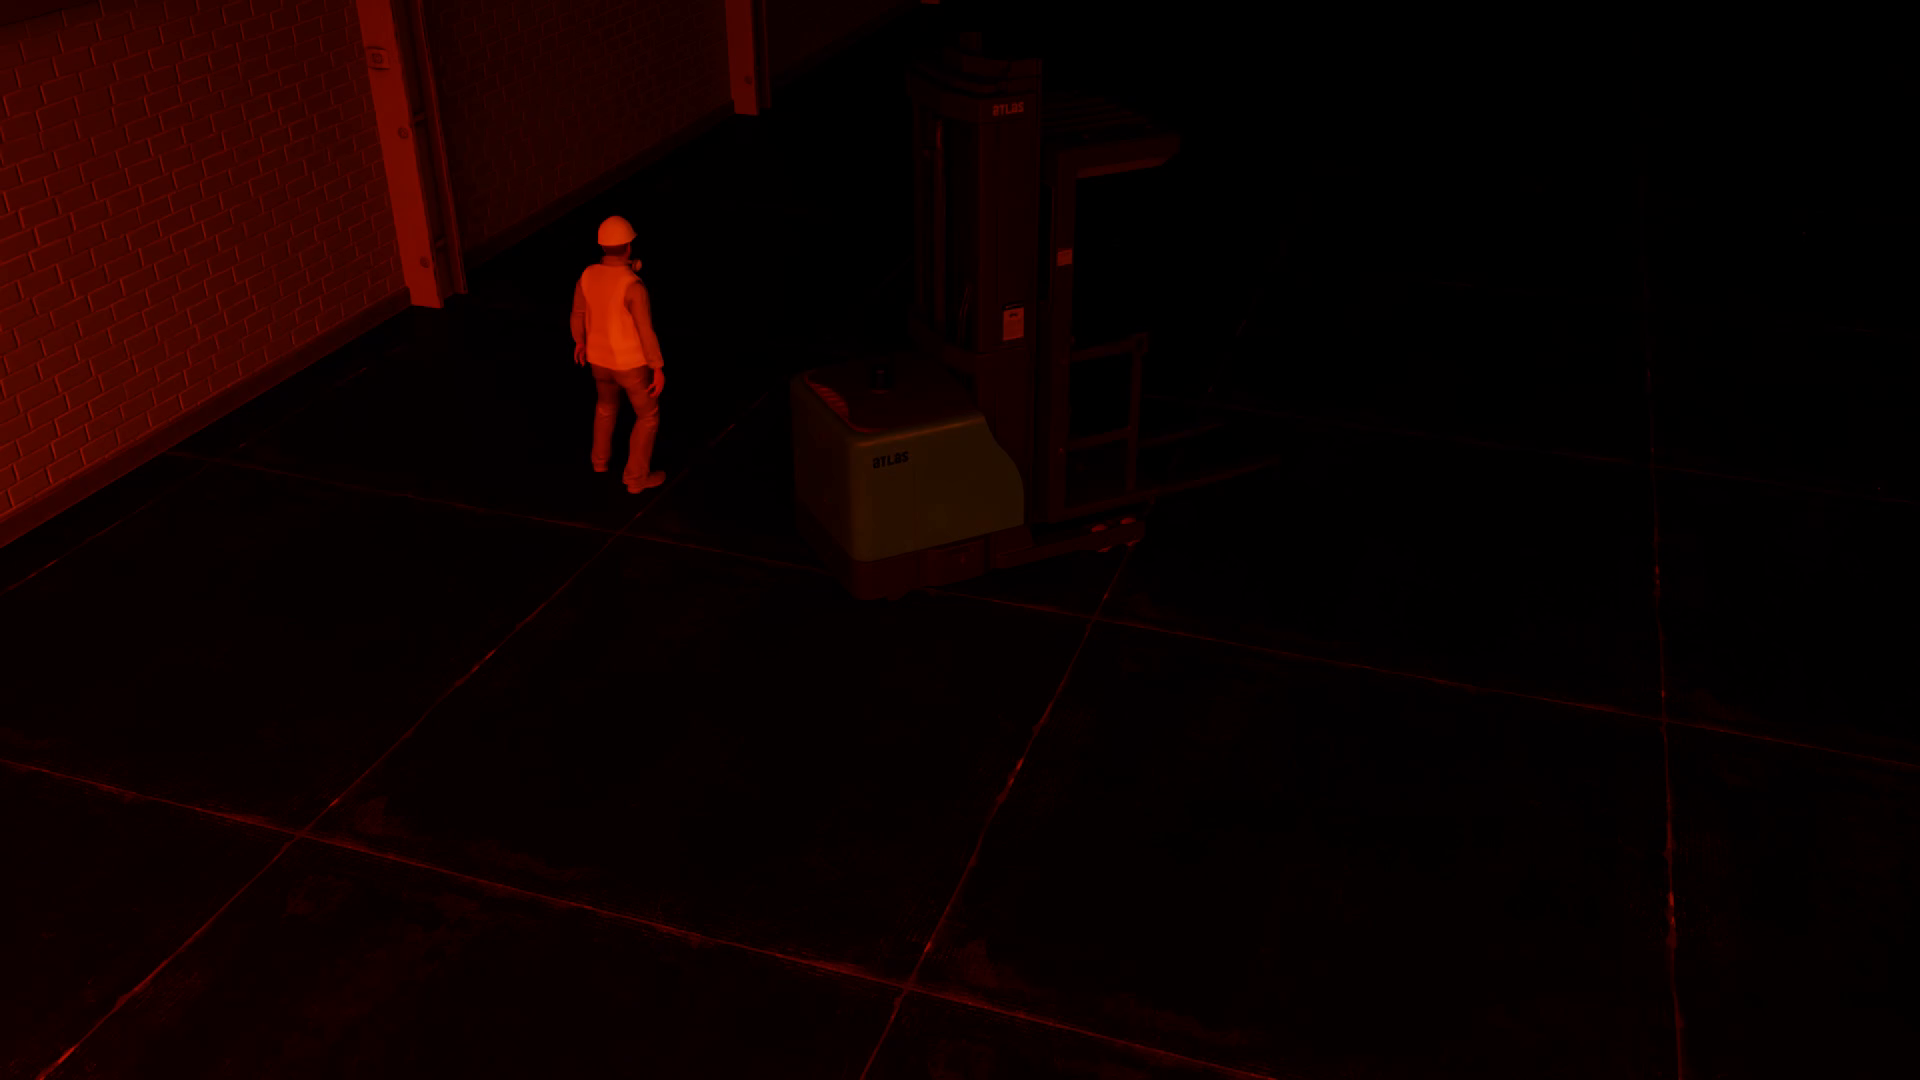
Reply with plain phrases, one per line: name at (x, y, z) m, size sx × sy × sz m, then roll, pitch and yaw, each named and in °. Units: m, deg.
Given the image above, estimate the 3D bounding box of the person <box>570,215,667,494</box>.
person at (-2.111, -1.166, 10.385) m, size 0.823 × 1.744 × 0.442 m, roll 17°, pitch 34°, yaw 27°

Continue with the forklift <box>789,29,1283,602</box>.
forklift at (0.550, -1.418, 9.625) m, size 3.031 × 2.935 × 1.130 m, roll -14°, pitch 32°, yaw -23°
